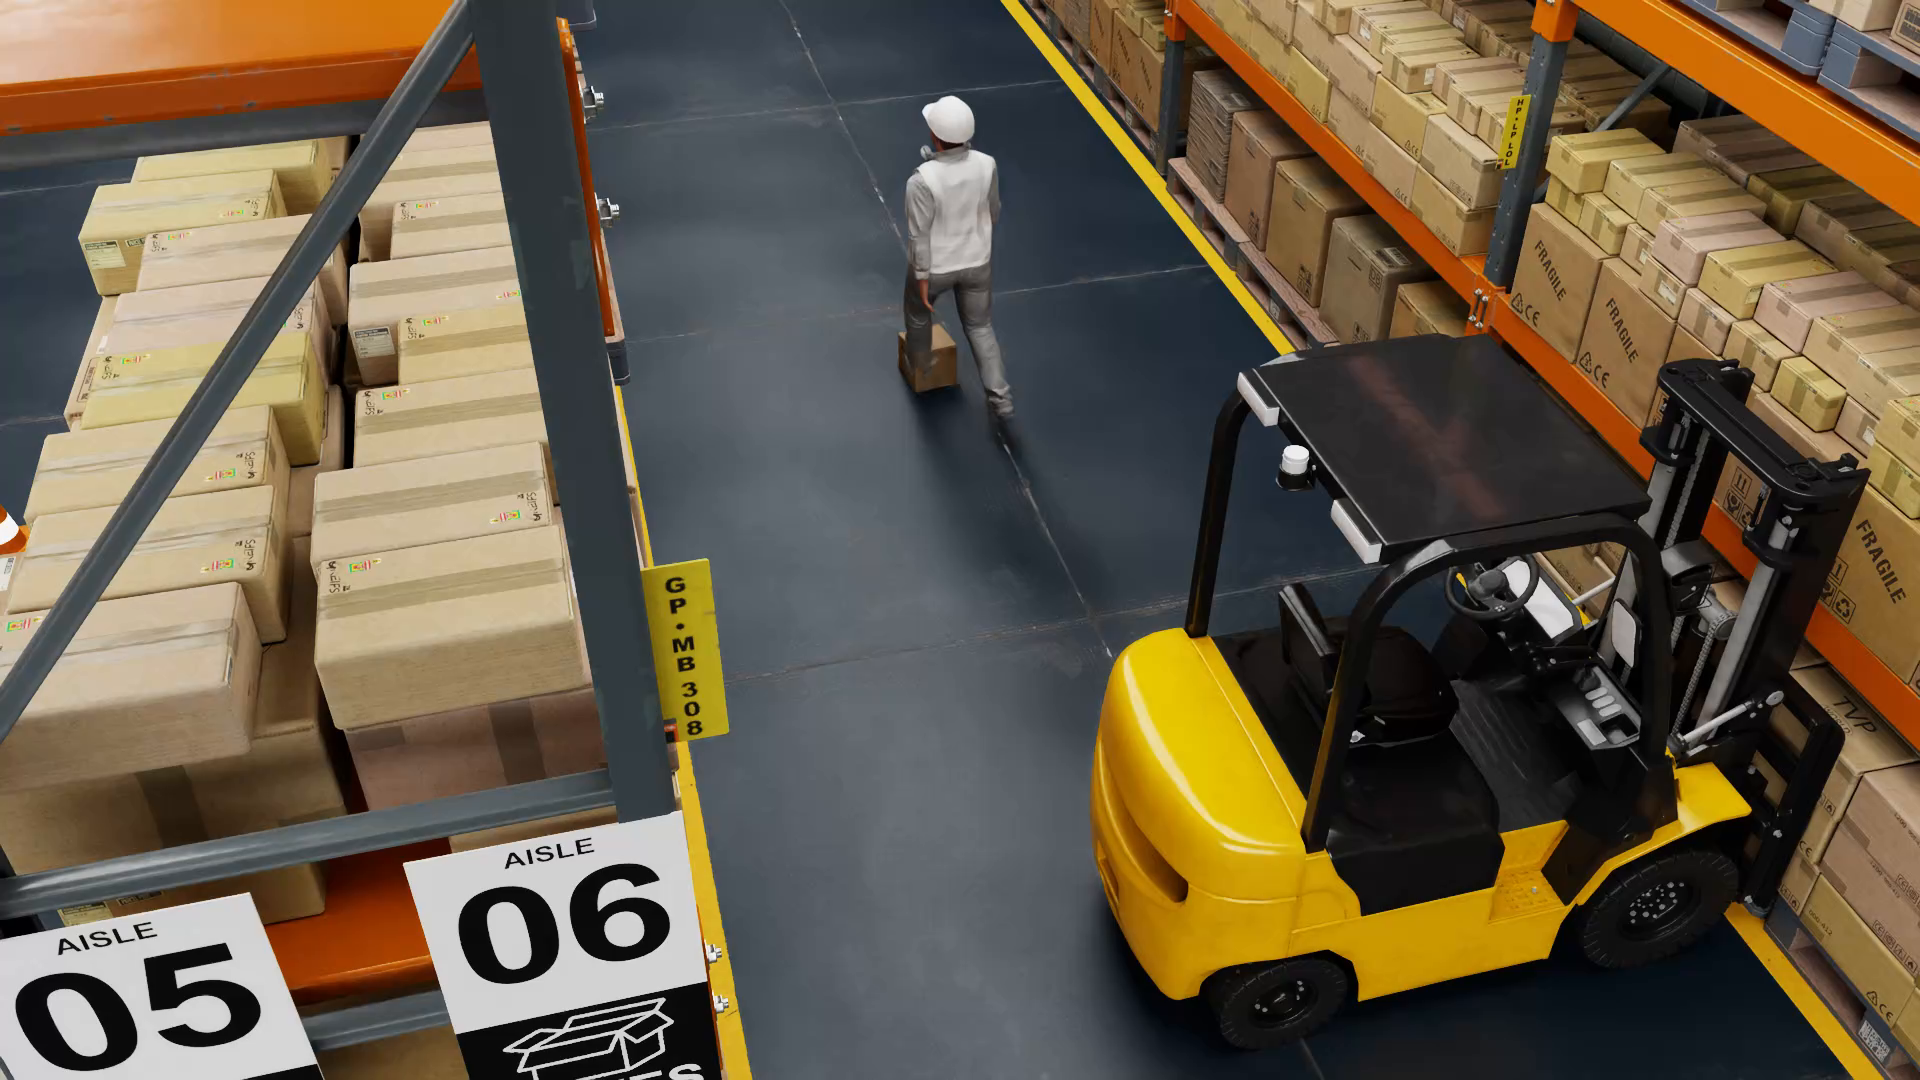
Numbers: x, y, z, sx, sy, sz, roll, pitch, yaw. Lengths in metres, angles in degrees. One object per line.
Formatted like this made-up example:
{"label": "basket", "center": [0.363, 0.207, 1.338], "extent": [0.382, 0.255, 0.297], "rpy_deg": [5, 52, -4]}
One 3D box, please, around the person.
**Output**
{"label": "person", "center": [-0.037, -1.454, 8.555], "extent": [0.550, 1.731, 0.975], "rpy_deg": [-15, 40, -19]}
